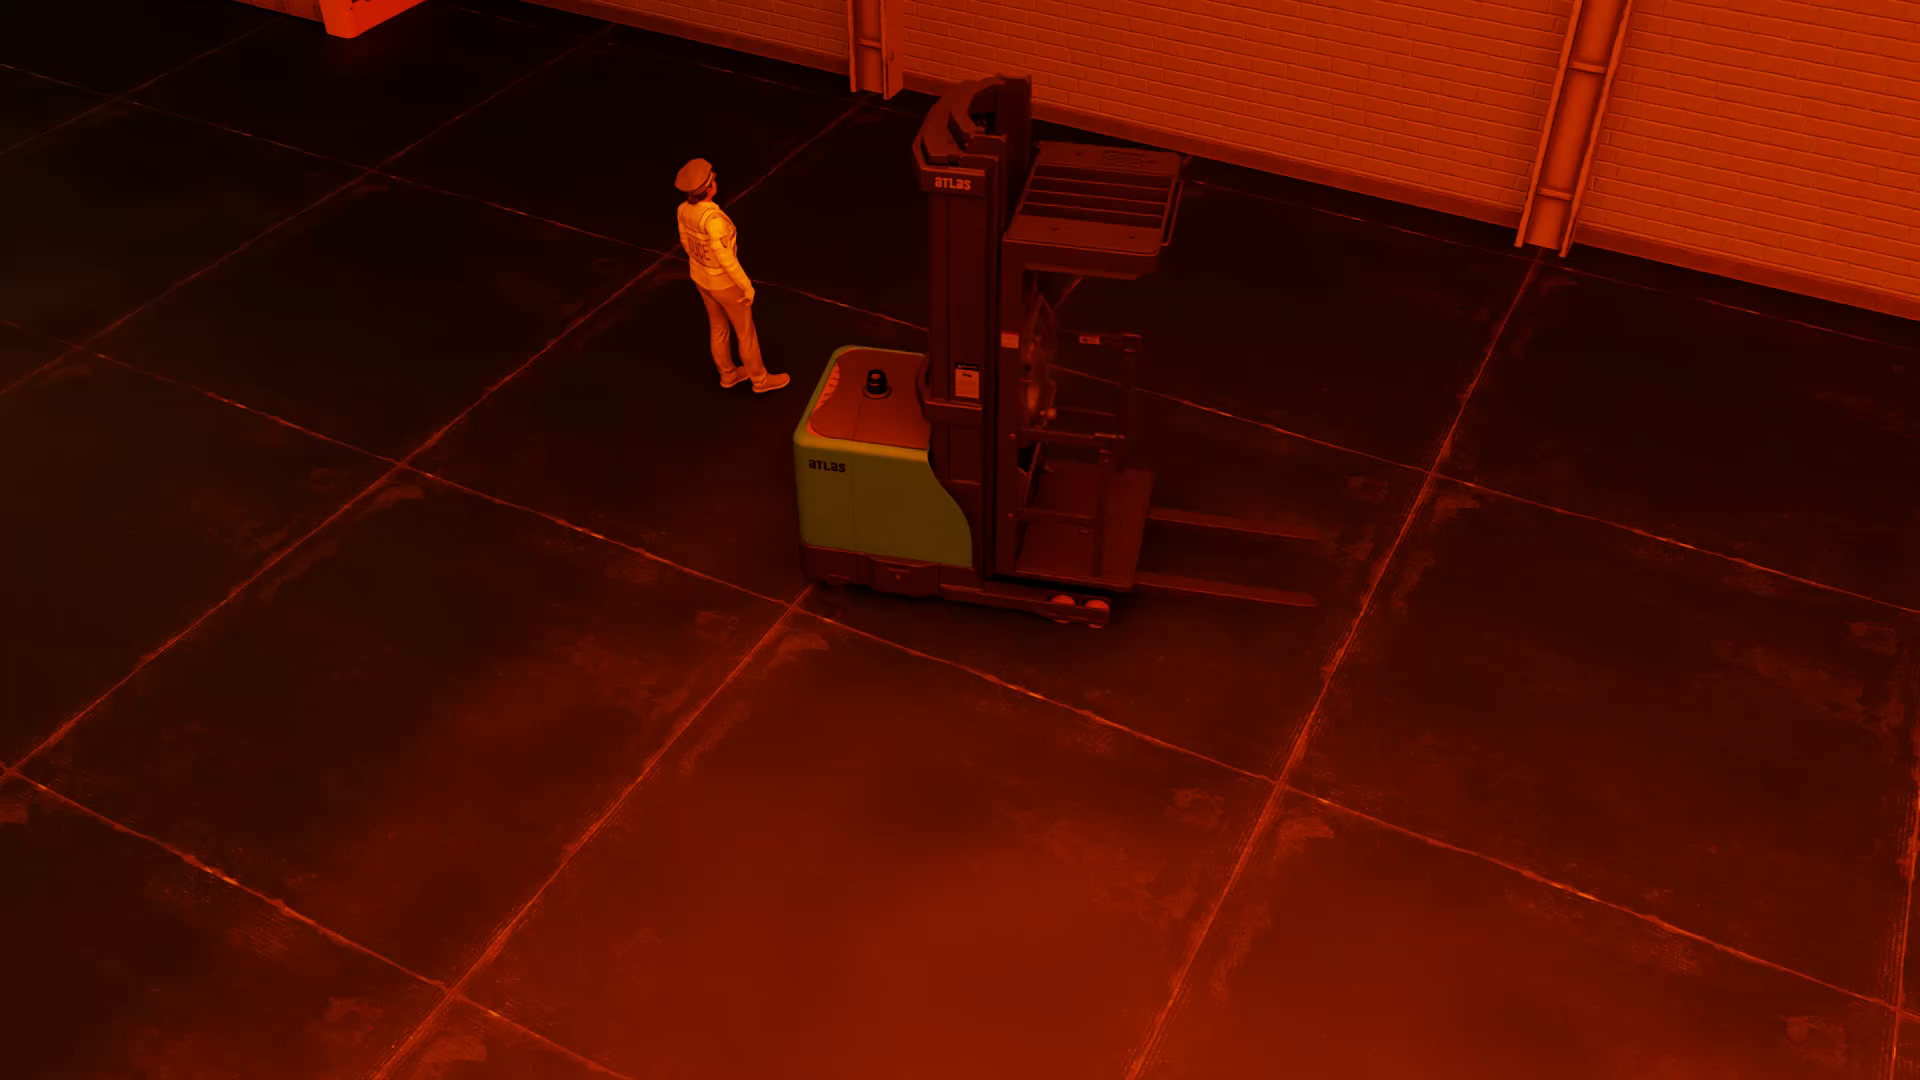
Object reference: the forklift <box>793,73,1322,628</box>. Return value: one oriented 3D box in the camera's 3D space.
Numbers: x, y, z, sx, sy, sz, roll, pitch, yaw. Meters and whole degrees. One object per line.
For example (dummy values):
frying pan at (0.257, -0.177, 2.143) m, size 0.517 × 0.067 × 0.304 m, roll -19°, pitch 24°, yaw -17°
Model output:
forklift at (0.618, -0.986, 9.157) m, size 3.031 × 2.935 × 1.130 m, roll 8°, pitch 41°, yaw 9°

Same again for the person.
person at (-1.543, -1.755, 11.020) m, size 0.532 × 1.696 × 0.581 m, roll -32°, pitch 50°, yaw -32°
